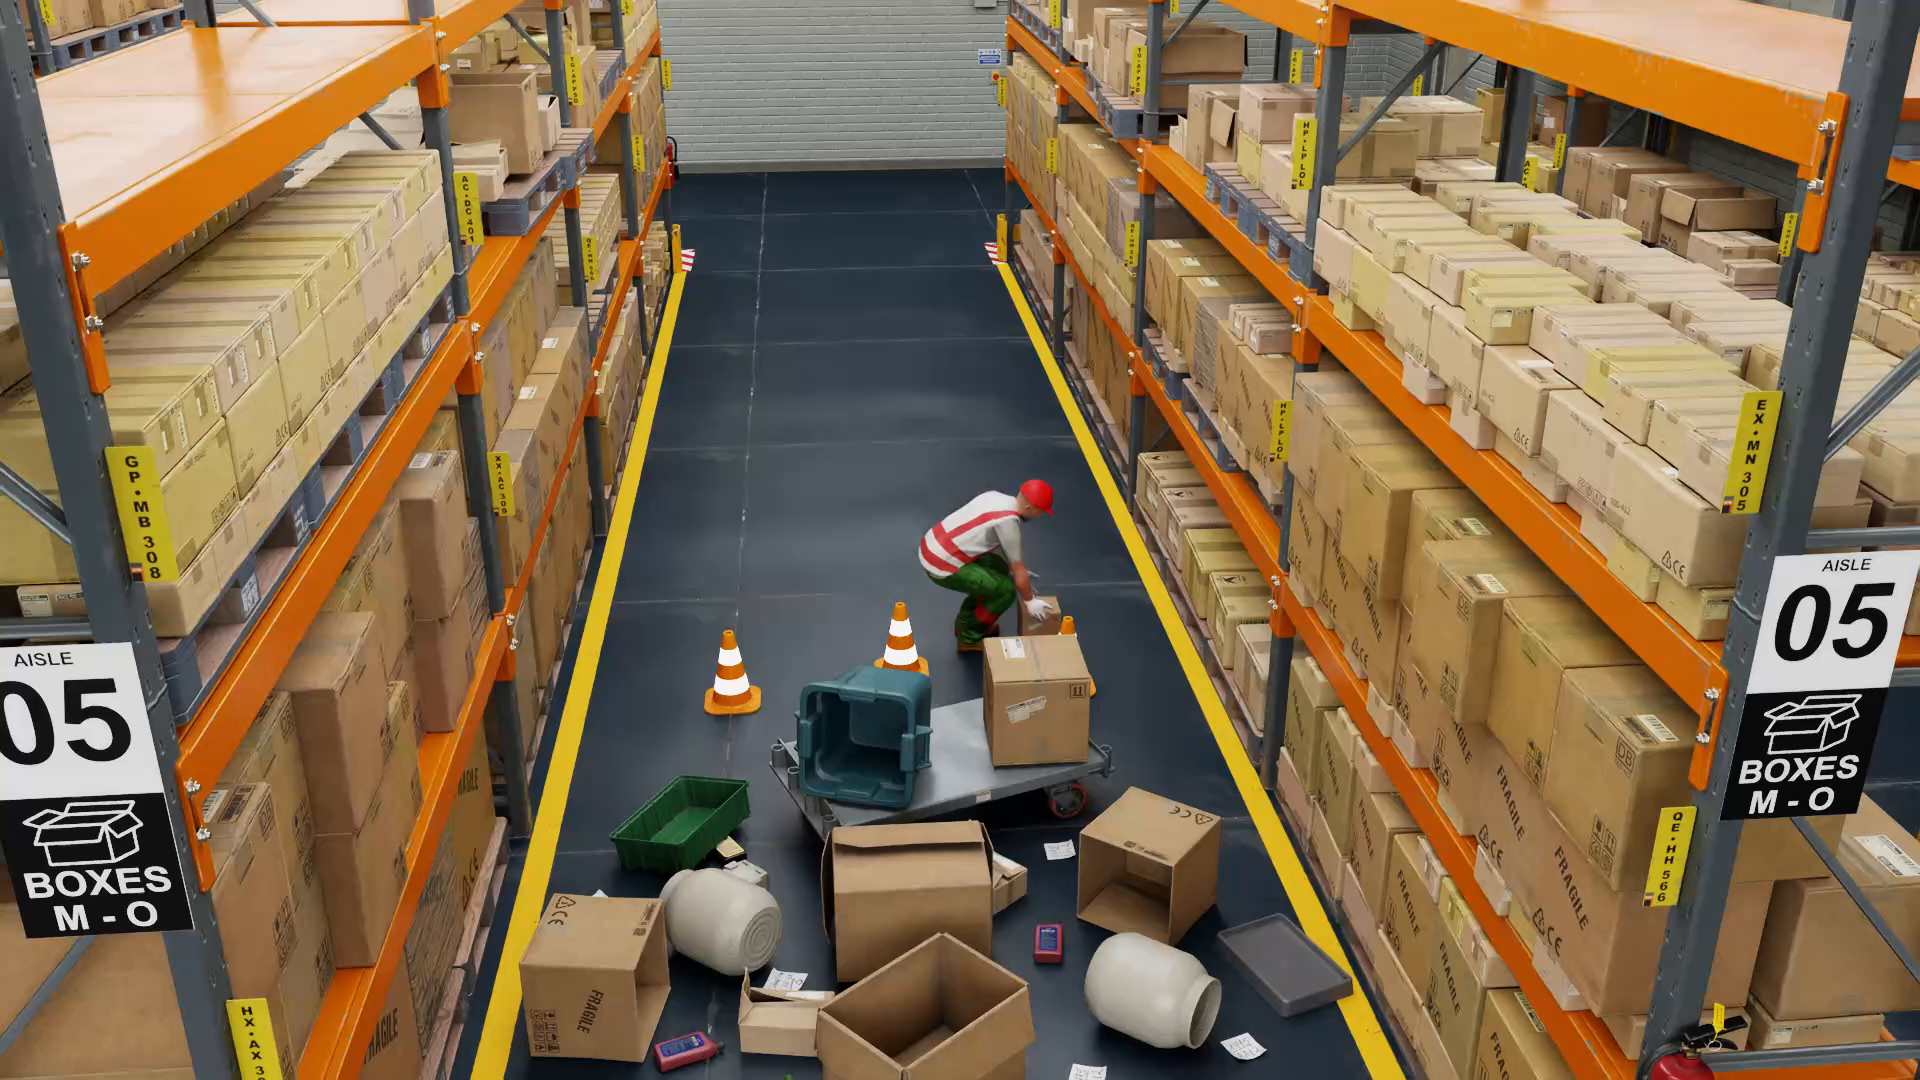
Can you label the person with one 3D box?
[{"bbox_3d":[0.265,0.166,10.608,0.960,1.048,0.505,-3,24,-8],"label":"person"}]
